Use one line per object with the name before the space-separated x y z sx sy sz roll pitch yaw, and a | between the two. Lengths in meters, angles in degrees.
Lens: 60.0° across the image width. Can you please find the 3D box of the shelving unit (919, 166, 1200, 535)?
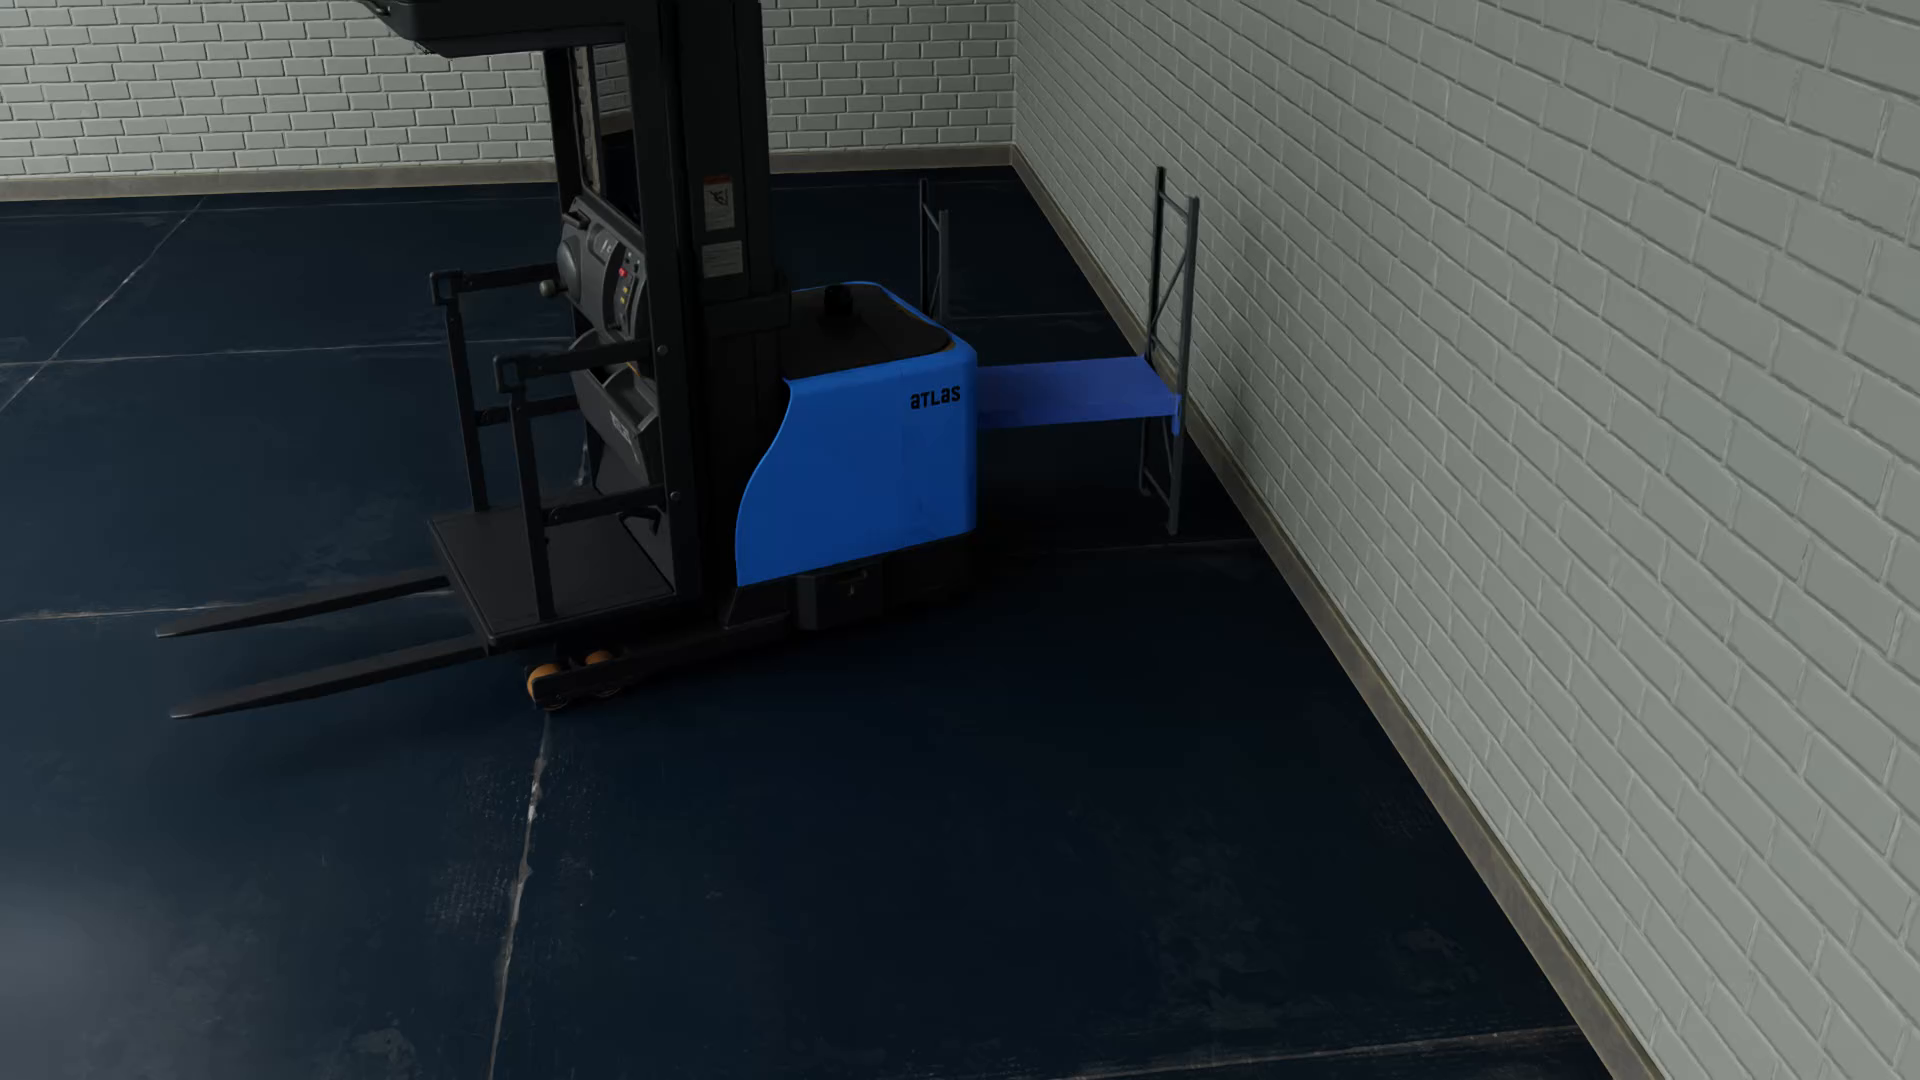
shelving unit | 0.393 -0.760 7.088 1.048 1.500 0.538 -5 28 -10

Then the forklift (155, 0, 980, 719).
forklift | -1.466 -0.961 5.913 3.031 2.935 1.130 -13 30 -24

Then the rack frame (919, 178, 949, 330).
rack frame | -0.106 -0.716 7.003 0.032 1.500 0.500 -5 28 -10

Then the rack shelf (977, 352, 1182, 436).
rack shelf | 0.393 -0.600 7.170 1.000 0.185 0.538 -5 28 -10

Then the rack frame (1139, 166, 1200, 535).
rack frame | 0.892 -0.804 7.173 0.032 1.500 0.500 -5 28 -10

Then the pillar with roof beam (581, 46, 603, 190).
pillar with roof beam | -1.922 -4.730 6.610 0.400 9.000 9.100 -4 27 -7
